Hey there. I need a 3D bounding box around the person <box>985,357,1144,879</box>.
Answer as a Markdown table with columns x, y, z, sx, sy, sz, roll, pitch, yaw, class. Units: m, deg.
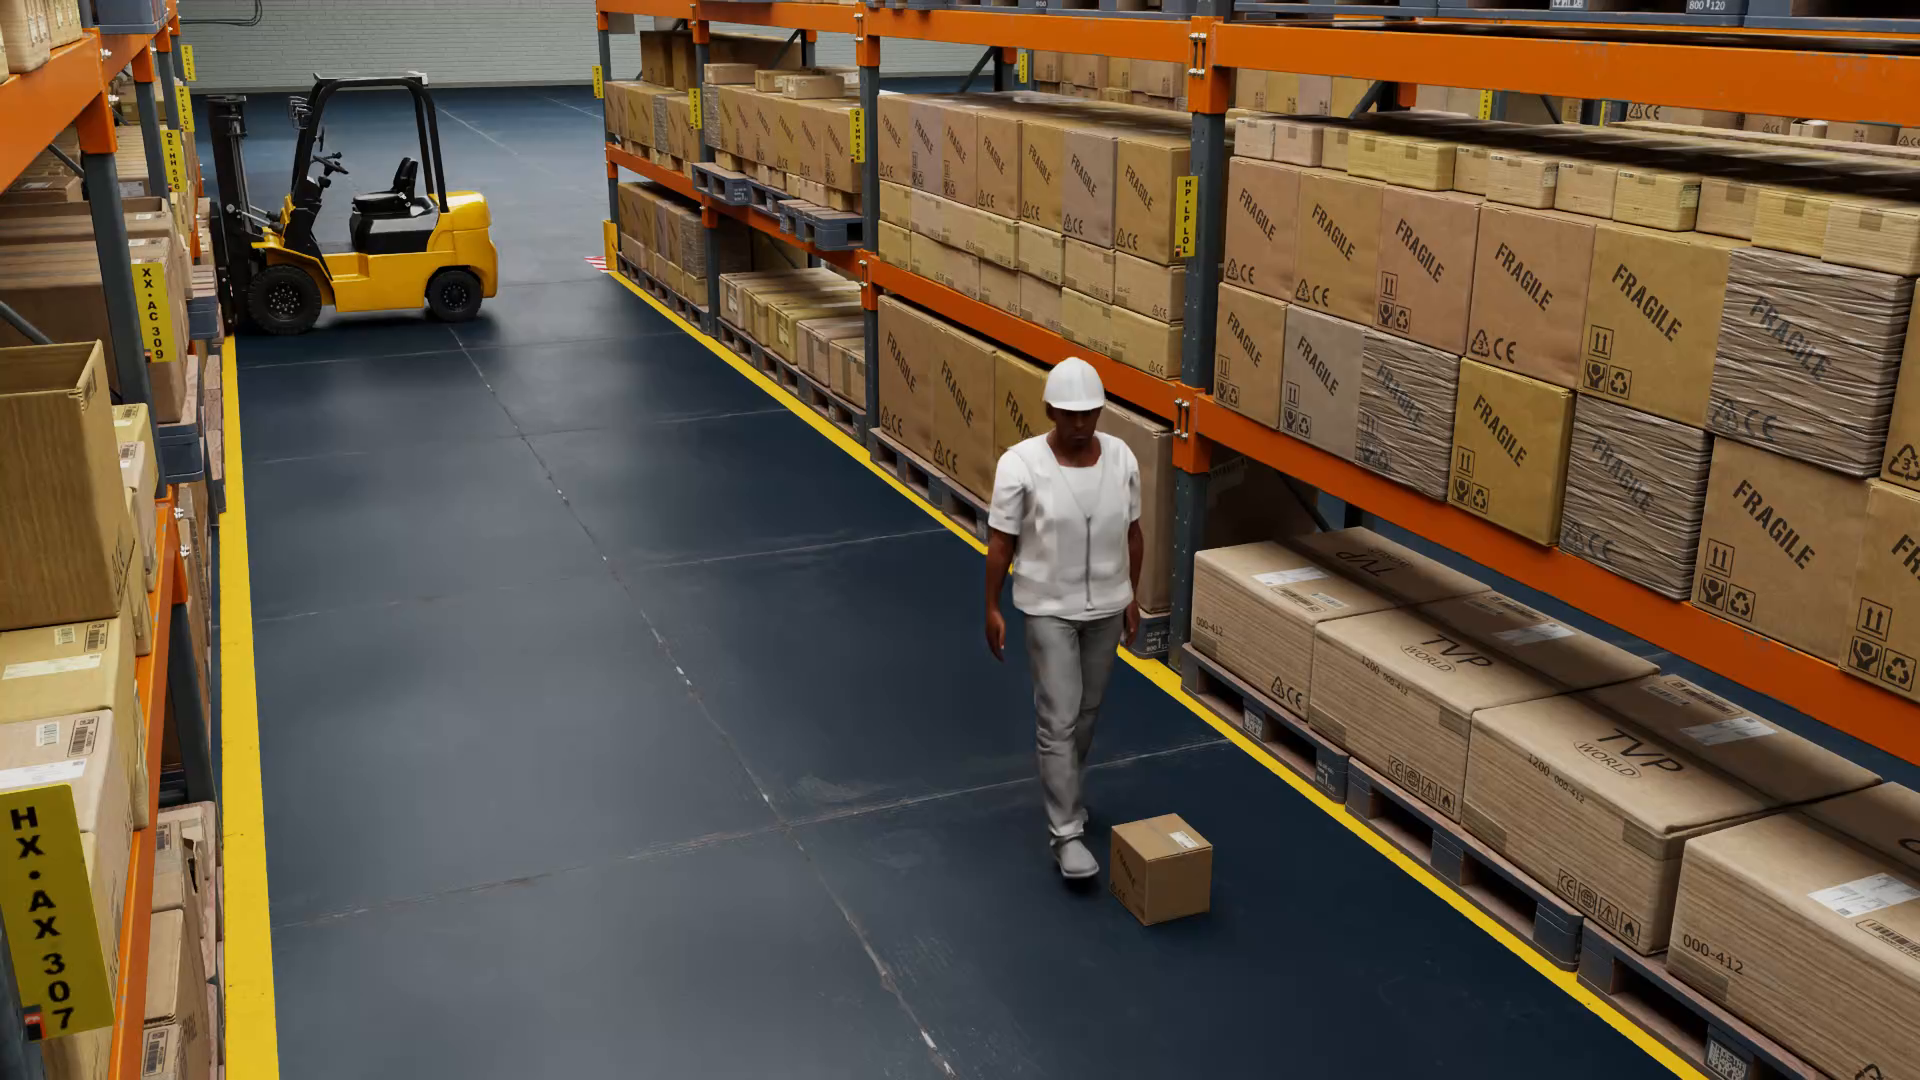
| x | y | z | sx | sy | sz | roll | pitch | yaw | class |
| --- | --- | --- | --- | --- | --- | --- | --- | --- | --- |
| 0.415 | 0.261 | 5.739 | 0.592 | 1.760 | 0.745 | -6 | 20 | -18 | person |
